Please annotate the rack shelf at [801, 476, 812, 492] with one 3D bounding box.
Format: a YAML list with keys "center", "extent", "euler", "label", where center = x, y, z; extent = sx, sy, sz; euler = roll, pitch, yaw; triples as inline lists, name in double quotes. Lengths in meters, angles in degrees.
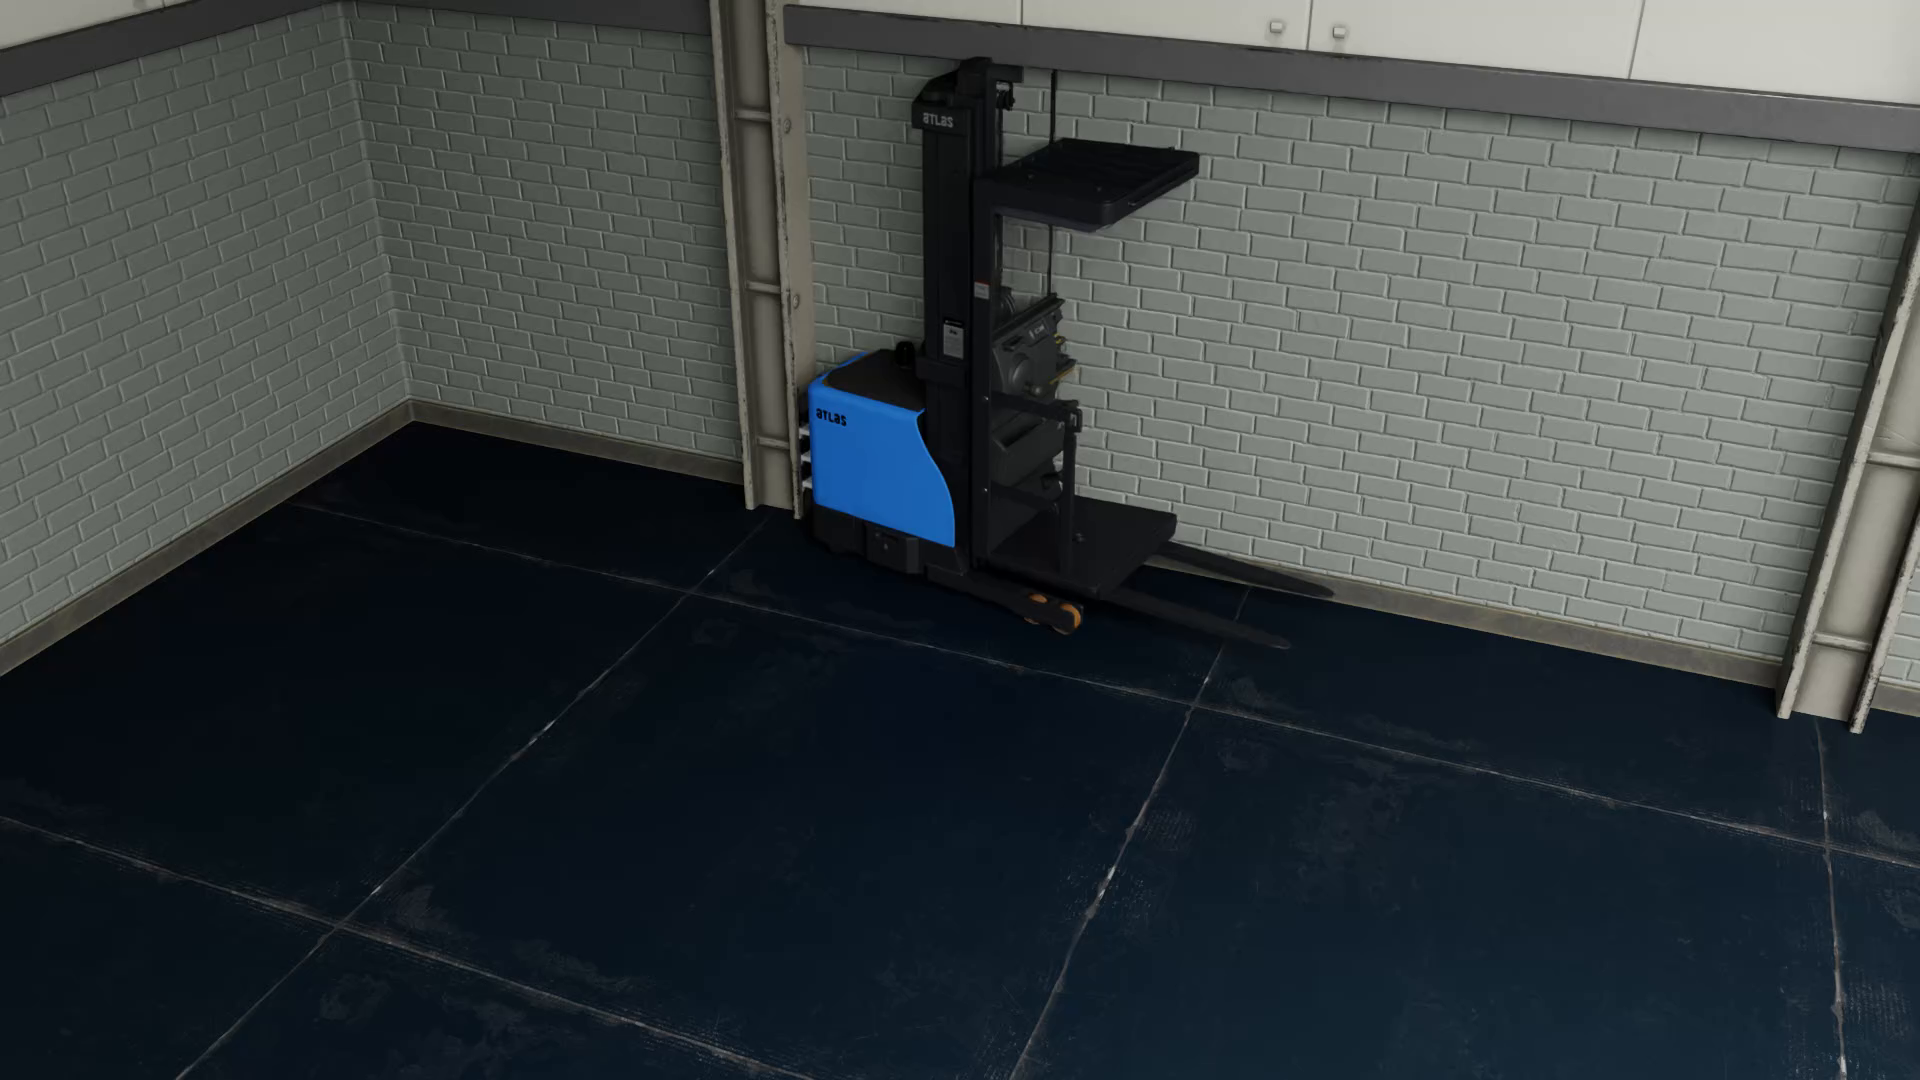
- center: [-0.826, -0.359, 10.316]
  extent: [0.200, 0.077, 0.258]
  euler: [16, 33, 27]
  label: "rack shelf"

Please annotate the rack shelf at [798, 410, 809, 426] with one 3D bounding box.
- center: [-0.826, -0.751, 10.094]
  extent: [0.200, 0.077, 0.258]
  euler: [16, 33, 27]
  label: "rack shelf"

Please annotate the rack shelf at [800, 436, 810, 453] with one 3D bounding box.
- center: [-0.826, -0.594, 10.183]
  extent: [0.200, 0.077, 0.258]
  euler: [16, 33, 27]
  label: "rack shelf"

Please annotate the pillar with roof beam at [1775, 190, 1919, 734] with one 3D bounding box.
- center: [2.823, -1.079, 2.925]
  extent: [0.400, 9.000, 9.100]
  euler: [11, 31, 19]
  label: "pillar with roof beam"

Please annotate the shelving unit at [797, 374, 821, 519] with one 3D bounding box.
- center: [-0.826, -0.545, 10.211]
  extent: [0.210, 0.900, 0.258]
  euler: [16, 33, 27]
  label: "shelving unit"

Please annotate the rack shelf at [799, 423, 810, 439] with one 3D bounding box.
- center: [-0.826, -0.673, 10.139]
  extent: [0.200, 0.077, 0.258]
  euler: [16, 33, 27]
  label: "rack shelf"

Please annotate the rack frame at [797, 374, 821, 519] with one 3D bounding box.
- center: [-0.913, -0.571, 10.256]
  extent: [0.006, 0.900, 0.240]
  euler: [16, 33, 27]
  label: "rack frame"

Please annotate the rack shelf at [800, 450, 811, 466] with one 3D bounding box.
- center: [-0.826, -0.516, 10.227]
  extent: [0.200, 0.077, 0.258]
  euler: [16, 33, 27]
  label: "rack shelf"

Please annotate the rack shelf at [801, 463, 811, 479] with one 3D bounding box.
- center: [-0.826, -0.438, 10.272]
  extent: [0.200, 0.077, 0.258]
  euler: [16, 33, 27]
  label: "rack shelf"

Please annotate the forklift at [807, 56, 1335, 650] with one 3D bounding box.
- center: [0.619, -1.052, 9.044]
  extent: [3.031, 2.935, 1.130]
  euler: [17, 34, 28]
  label: "forklift"

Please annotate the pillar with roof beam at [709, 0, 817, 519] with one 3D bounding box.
- center: [-2.737, -2.189, 4.889]
  extent: [0.400, 9.000, 9.100]
  euler: [11, 31, 19]
  label: "pillar with roof beam"
